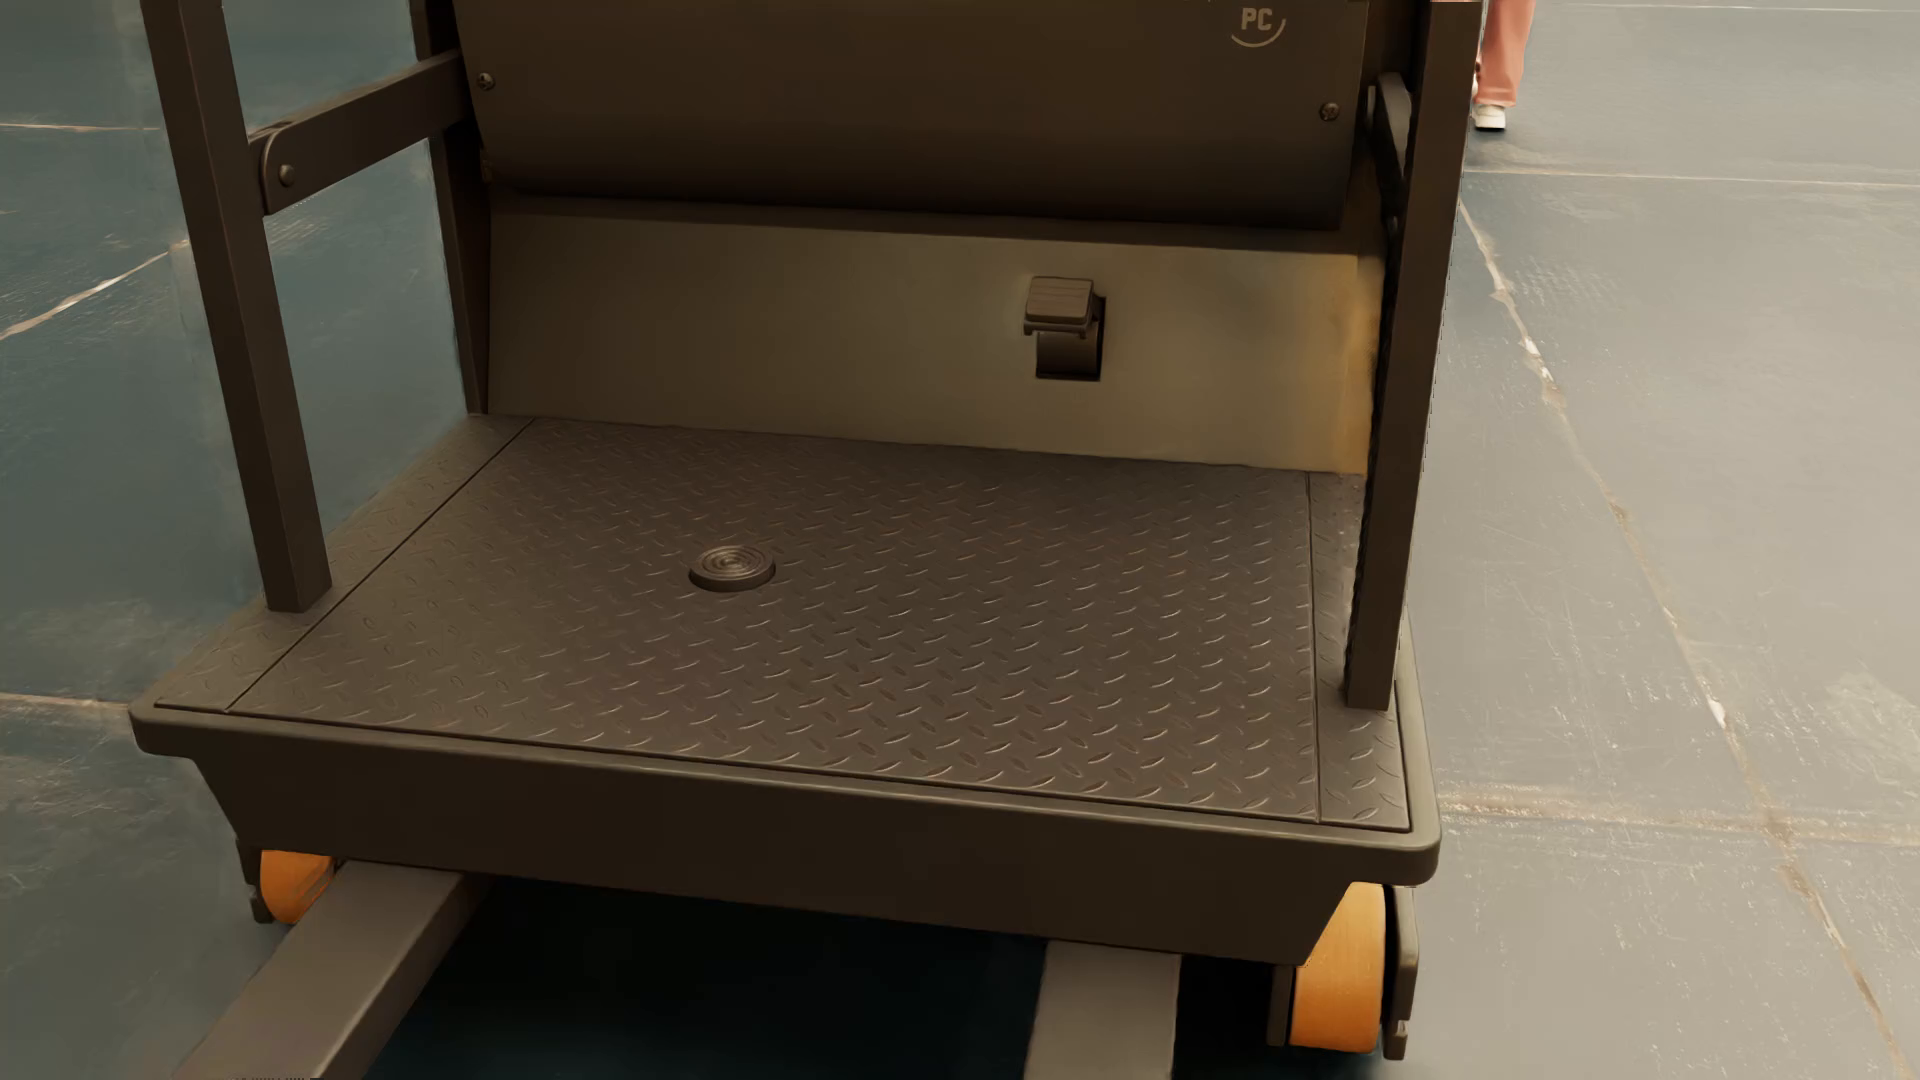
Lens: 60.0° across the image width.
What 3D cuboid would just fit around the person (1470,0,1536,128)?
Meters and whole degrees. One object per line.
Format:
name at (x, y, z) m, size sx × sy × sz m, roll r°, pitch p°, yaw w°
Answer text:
person at (1.524, -1.949, 4.556) m, size 0.737 × 1.660 × 0.603 m, roll 2°, pitch 27°, yaw 4°

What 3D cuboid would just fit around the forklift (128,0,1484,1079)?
forklift at (-0.095, -1.011, 1.244) m, size 1.130 × 2.935 × 3.031 m, roll 4°, pitch 27°, yaw 9°
